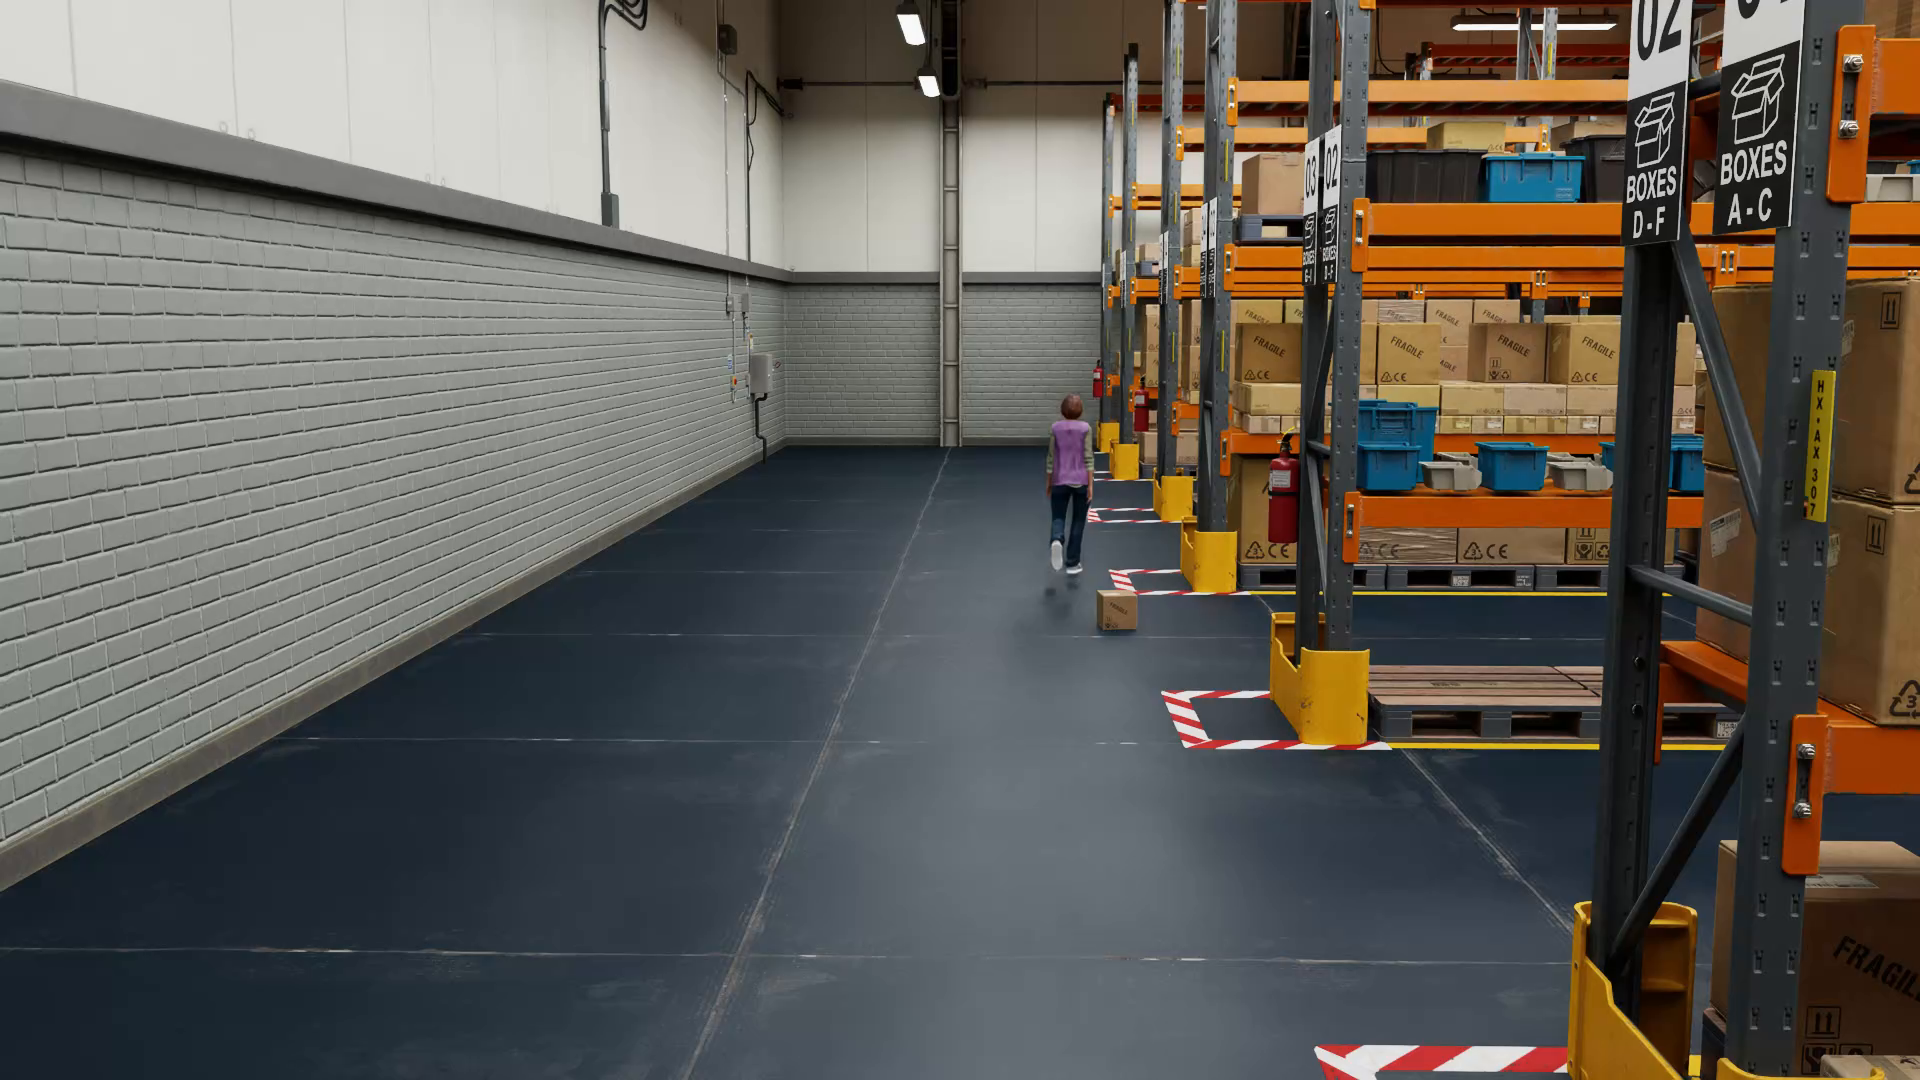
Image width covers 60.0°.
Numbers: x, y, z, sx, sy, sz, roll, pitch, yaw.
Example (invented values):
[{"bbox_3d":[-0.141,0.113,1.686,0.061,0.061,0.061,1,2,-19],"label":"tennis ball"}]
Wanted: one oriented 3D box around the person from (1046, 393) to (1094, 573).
[{"bbox_3d":[0.935,-0.471,14.280,0.428,1.568,0.679,1,8,11],"label":"person"}]
